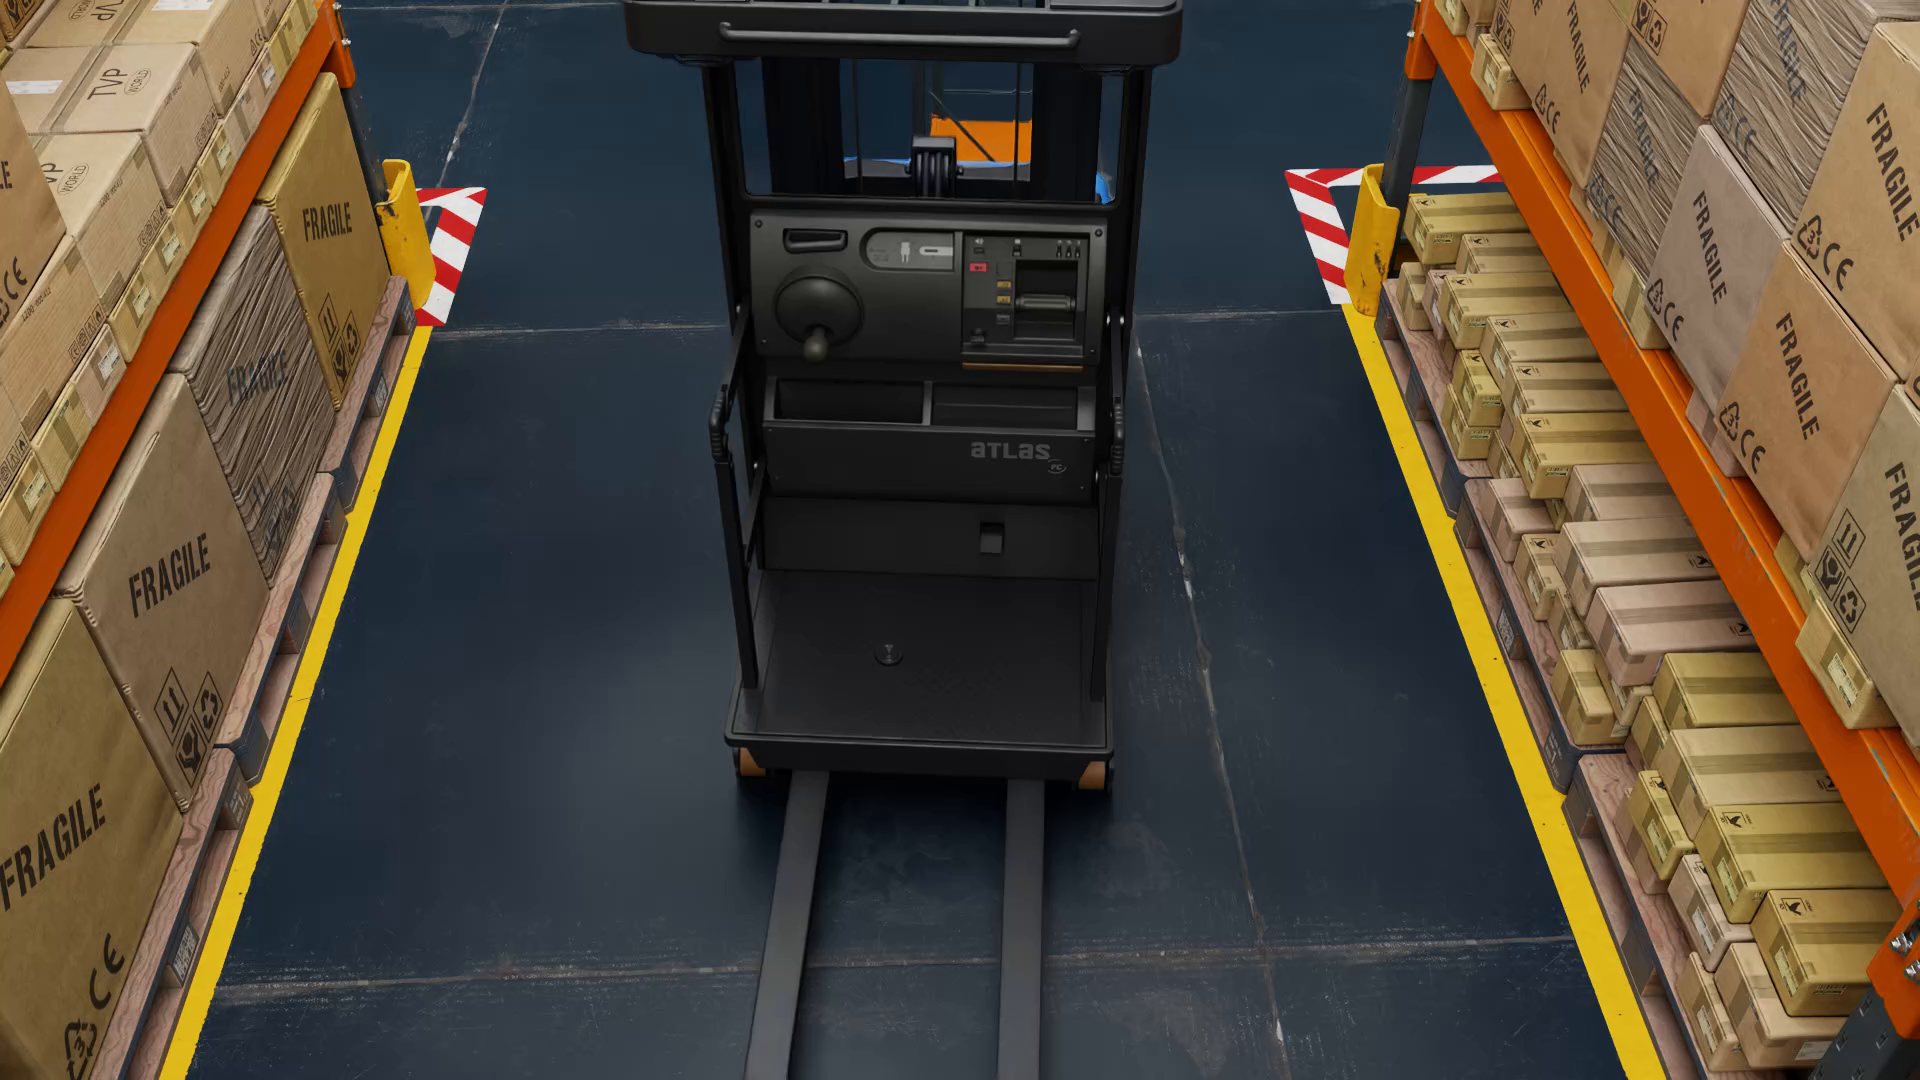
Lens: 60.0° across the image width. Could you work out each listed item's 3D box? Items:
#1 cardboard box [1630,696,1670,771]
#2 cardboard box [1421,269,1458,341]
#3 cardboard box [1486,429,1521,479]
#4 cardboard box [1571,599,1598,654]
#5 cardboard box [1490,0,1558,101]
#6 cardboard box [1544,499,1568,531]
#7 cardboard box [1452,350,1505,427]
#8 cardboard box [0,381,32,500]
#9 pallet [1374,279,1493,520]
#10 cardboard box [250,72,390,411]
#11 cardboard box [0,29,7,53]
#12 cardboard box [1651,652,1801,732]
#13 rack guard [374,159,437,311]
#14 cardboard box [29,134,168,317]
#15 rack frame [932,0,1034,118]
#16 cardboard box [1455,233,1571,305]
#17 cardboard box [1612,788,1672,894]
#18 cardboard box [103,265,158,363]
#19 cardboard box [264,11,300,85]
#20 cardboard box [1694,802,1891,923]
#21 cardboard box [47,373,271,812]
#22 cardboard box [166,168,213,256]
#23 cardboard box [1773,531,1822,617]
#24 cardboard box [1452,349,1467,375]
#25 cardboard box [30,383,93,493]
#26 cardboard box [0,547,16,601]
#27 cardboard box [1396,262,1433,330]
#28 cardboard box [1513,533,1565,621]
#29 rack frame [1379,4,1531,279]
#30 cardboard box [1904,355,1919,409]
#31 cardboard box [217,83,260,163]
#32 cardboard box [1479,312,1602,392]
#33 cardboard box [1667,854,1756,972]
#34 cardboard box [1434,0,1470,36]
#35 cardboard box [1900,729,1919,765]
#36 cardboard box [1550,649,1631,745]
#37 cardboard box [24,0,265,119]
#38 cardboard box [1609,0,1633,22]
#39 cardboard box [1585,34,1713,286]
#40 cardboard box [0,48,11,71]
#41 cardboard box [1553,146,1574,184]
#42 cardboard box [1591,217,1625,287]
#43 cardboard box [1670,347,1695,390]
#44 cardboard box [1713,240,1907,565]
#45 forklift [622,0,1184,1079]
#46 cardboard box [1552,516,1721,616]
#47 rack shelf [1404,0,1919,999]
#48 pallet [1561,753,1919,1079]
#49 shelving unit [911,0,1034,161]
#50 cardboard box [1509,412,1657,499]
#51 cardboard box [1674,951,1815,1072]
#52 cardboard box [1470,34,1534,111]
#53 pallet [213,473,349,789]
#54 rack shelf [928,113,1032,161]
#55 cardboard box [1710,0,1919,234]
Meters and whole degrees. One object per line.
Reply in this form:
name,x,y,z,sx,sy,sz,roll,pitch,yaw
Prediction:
cardboard box,2.060,0.557,4.502,0.380,0.149,0.250,-1,43,-1
cardboard box,1.907,-0.858,6.045,0.380,0.149,0.250,-2,43,-2
cardboard box,2.007,-0.246,5.597,0.380,0.149,0.250,-2,43,-2
cardboard box,2.038,0.204,4.887,0.380,0.149,0.250,-4,43,-4
cardboard box,1.978,-1.667,5.054,0.500,0.500,0.500,-2,43,-2
cardboard box,2.068,-0.161,5.284,0.380,0.149,0.250,0,43,0
cardboard box,1.909,-0.519,5.675,0.380,0.149,0.250,0,43,0
cardboard box,-2.378,-0.132,3.565,0.500,0.250,0.500,-2,43,-2
pallet,2.189,-0.563,6.208,1.003,0.211,1.213,-2,43,-2
cardboard box,-2.666,-1.060,5.948,0.875,0.875,0.875,-2,43,-2
cardboard box,-2.973,-1.430,4.426,0.500,0.500,0.500,-3,43,-3
cardboard box,2.080,0.436,4.413,0.380,0.149,0.250,0,43,0
rack guard,-2.774,-1.213,6.703,1.175,0.500,0.348,-2,43,-2
cardboard box,-2.419,-0.815,4.310,0.500,0.250,0.500,-2,43,-2
rack frame,0.142,-1.767,6.568,0.500,1.500,0.032,2,43,2
cardboard box,2.001,-0.969,5.946,0.380,0.149,0.250,-1,43,-1
cardboard box,1.996,0.795,4.461,0.380,0.149,0.250,-3,43,-3
cardboard box,-2.351,-0.586,4.356,0.380,0.149,0.250,-3,43,-3
cardboard box,-2.417,-1.619,5.482,0.380,0.149,0.250,-1,43,-1
cardboard box,2.031,0.781,4.037,0.380,0.149,0.250,-1,43,-1
cardboard box,-2.590,0.156,4.622,0.875,0.875,0.875,-2,43,-2
cardboard box,-2.373,-0.930,4.730,0.380,0.149,0.250,-1,43,-2
cardboard box,2.039,0.062,3.648,0.380,0.149,0.250,0,43,0
cardboard box,1.999,-0.591,5.974,0.380,0.149,0.250,-1,43,-1
cardboard box,-2.331,-0.239,3.977,0.380,0.149,0.250,-2,43,-2
cardboard box,-2.307,0.111,3.595,0.380,0.149,0.250,0,43,0
cardboard box,1.889,-0.933,6.347,0.380,0.149,0.250,-1,43,-1
cardboard box,1.968,0.111,5.208,0.380,0.149,0.250,-2,43,-2
rack frame,2.186,-2.192,5.921,1.000,3.000,0.127,-2,43,-2
cardboard box,2.066,-0.316,2.841,0.500,0.500,0.500,-3,43,-3
cardboard box,-2.397,-1.280,5.112,0.380,0.149,0.250,-1,43,-1
cardboard box,1.977,-0.630,5.576,0.380,0.149,0.250,-4,43,-4
cardboard box,2.001,0.909,4.117,0.380,0.149,0.250,-4,43,-4
cardboard box,1.873,-1.871,5.757,0.380,0.149,0.250,-2,43,-2
cardboard box,2.110,0.415,3.263,0.380,0.149,0.250,-2,43,-2
cardboard box,1.955,0.451,4.837,0.380,0.149,0.250,-2,43,-2
cardboard box,-2.467,-1.510,5.068,0.500,0.250,0.500,-2,43,-3
cardboard box,1.968,-1.704,4.355,0.500,0.500,0.500,-3,43,-3
cardboard box,2.014,-0.992,4.318,0.500,0.500,0.500,-3,43,-3
cardboard box,-2.976,-1.150,4.676,0.500,0.250,0.500,-3,43,-3
cardboard box,2.018,-1.163,4.984,0.380,0.149,0.250,-2,43,-2
cardboard box,1.990,-0.820,4.610,0.380,0.149,0.250,0,43,0
cardboard box,2.054,-0.469,4.227,0.380,0.149,0.250,-2,43,-2
cardboard box,2.033,-0.307,3.571,0.500,0.500,0.500,-3,43,-3
forklift,-0.093,-0.569,4.202,1.130,2.935,3.031,2,43,2
cardboard box,1.952,0.074,4.808,0.380,0.149,0.250,-3,43,-3
rack shelf,2.271,-0.576,4.691,1.077,0.370,4.000,-2,43,-2
pallet,2.292,1.084,4.411,1.003,0.211,1.213,-2,43,-2
shelving unit,0.117,-1.430,6.200,0.587,1.500,1.083,2,43,2
cardboard box,1.945,-0.264,5.177,0.380,0.149,0.250,-1,43,-1
cardboard box,1.999,1.150,4.075,0.380,0.149,0.250,-1,43,-1
cardboard box,1.883,-1.517,5.371,0.380,0.149,0.250,-3,43,-3
pallet,-2.612,0.269,5.300,1.003,0.211,1.213,-2,43,-2
rack shelf,0.117,-1.291,6.315,0.538,0.185,1.000,2,43,2
cardboard box,2.031,-1.011,3.599,0.500,0.500,0.500,-1,43,-1
